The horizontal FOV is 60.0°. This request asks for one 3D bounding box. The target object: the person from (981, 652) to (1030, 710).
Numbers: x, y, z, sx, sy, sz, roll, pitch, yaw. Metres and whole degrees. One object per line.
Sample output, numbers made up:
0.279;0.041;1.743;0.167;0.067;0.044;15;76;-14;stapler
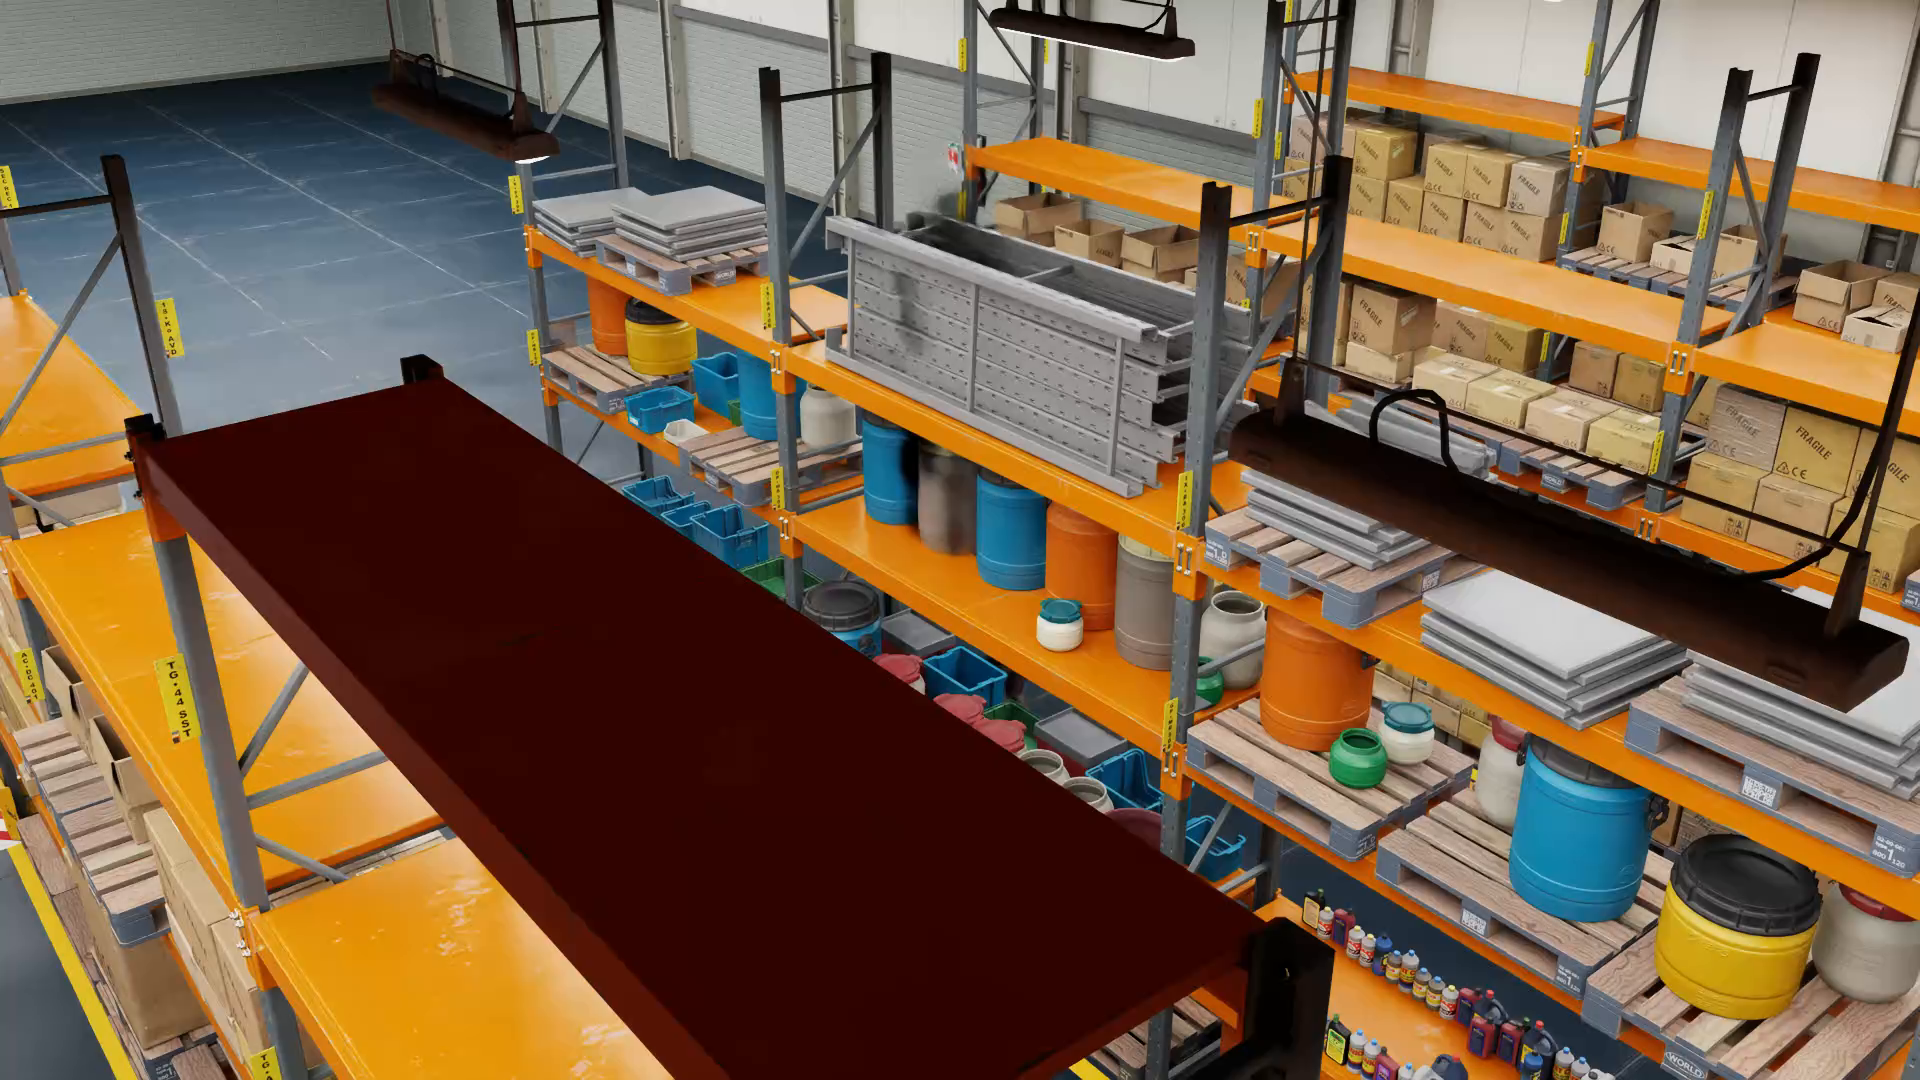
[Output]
0.375;1.013;14.220;0.637;1.760;0.711;-19;32;-34;person
